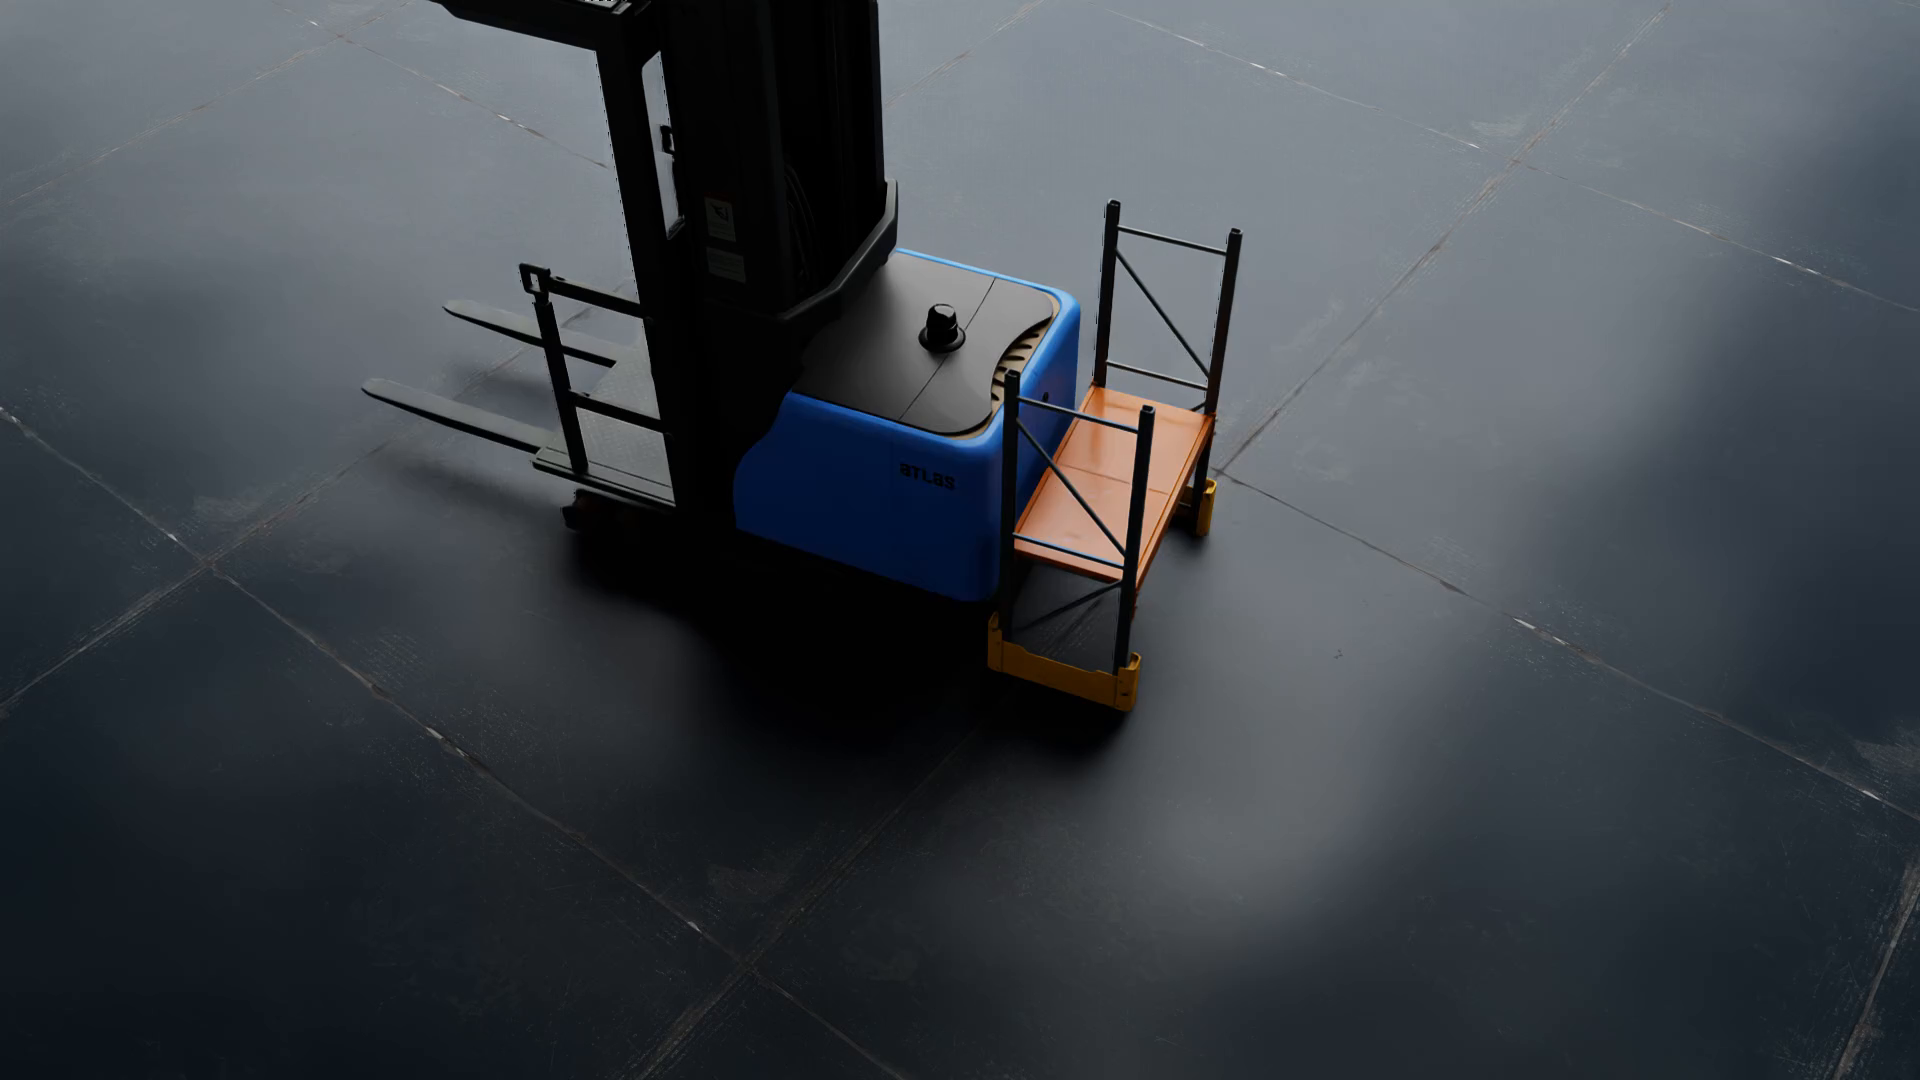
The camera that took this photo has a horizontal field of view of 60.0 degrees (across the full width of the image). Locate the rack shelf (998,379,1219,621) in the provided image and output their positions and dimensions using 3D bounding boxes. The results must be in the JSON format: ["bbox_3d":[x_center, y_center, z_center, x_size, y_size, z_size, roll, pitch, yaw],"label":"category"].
[{"bbox_3d":[0.574,-0.174,6.293,0.538,0.185,1.000,17,49,15],"label":"rack shelf"}]

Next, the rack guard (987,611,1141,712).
[{"bbox_3d":[0.388,0.460,6.302,0.587,0.250,0.087,17,49,15],"label":"rack guard"}]

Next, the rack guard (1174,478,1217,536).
[{"bbox_3d":[0.767,-0.206,6.939,0.587,0.250,0.087,17,49,15],"label":"rack guard"}]

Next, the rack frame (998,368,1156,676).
[{"bbox_3d":[0.380,0.041,5.838,0.500,1.500,0.032,17,49,15],"label":"rack frame"}]

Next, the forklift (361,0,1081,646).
[{"bbox_3d":[-1.090,-1.309,6.138,3.031,2.935,1.130,17,49,16],"label":"forklift"}]

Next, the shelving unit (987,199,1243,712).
[{"bbox_3d":[0.577,-0.305,6.169,0.587,1.500,1.083,17,49,15],"label":"shelving unit"}]

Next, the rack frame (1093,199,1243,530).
[{"bbox_3d":[0.767,-0.639,6.487,0.500,1.500,0.032,17,49,15],"label":"rack frame"}]
